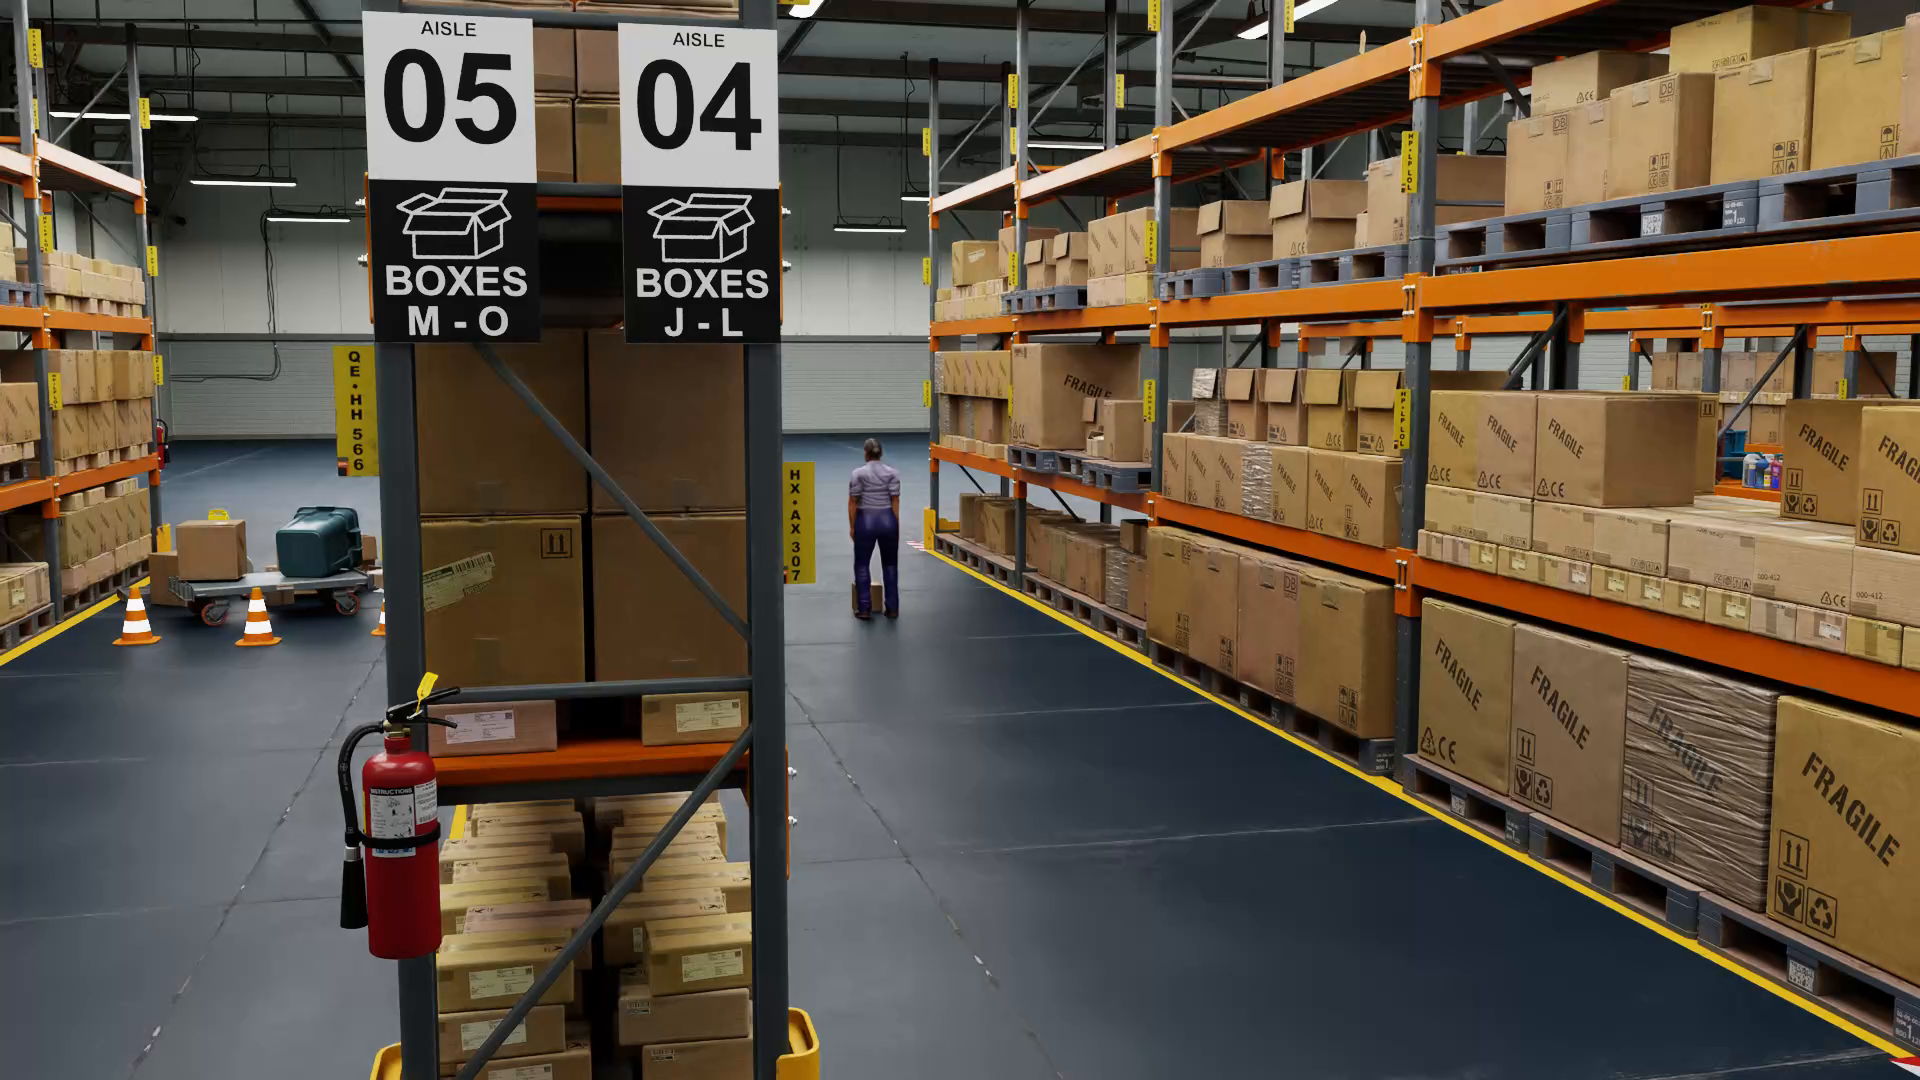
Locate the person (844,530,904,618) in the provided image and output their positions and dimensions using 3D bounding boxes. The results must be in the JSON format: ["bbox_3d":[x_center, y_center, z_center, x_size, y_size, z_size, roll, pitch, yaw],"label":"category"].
[{"bbox_3d":[-0.800,0.329,15.419,0.515,0.809,0.827,-2,6,-14],"label":"person"}]
